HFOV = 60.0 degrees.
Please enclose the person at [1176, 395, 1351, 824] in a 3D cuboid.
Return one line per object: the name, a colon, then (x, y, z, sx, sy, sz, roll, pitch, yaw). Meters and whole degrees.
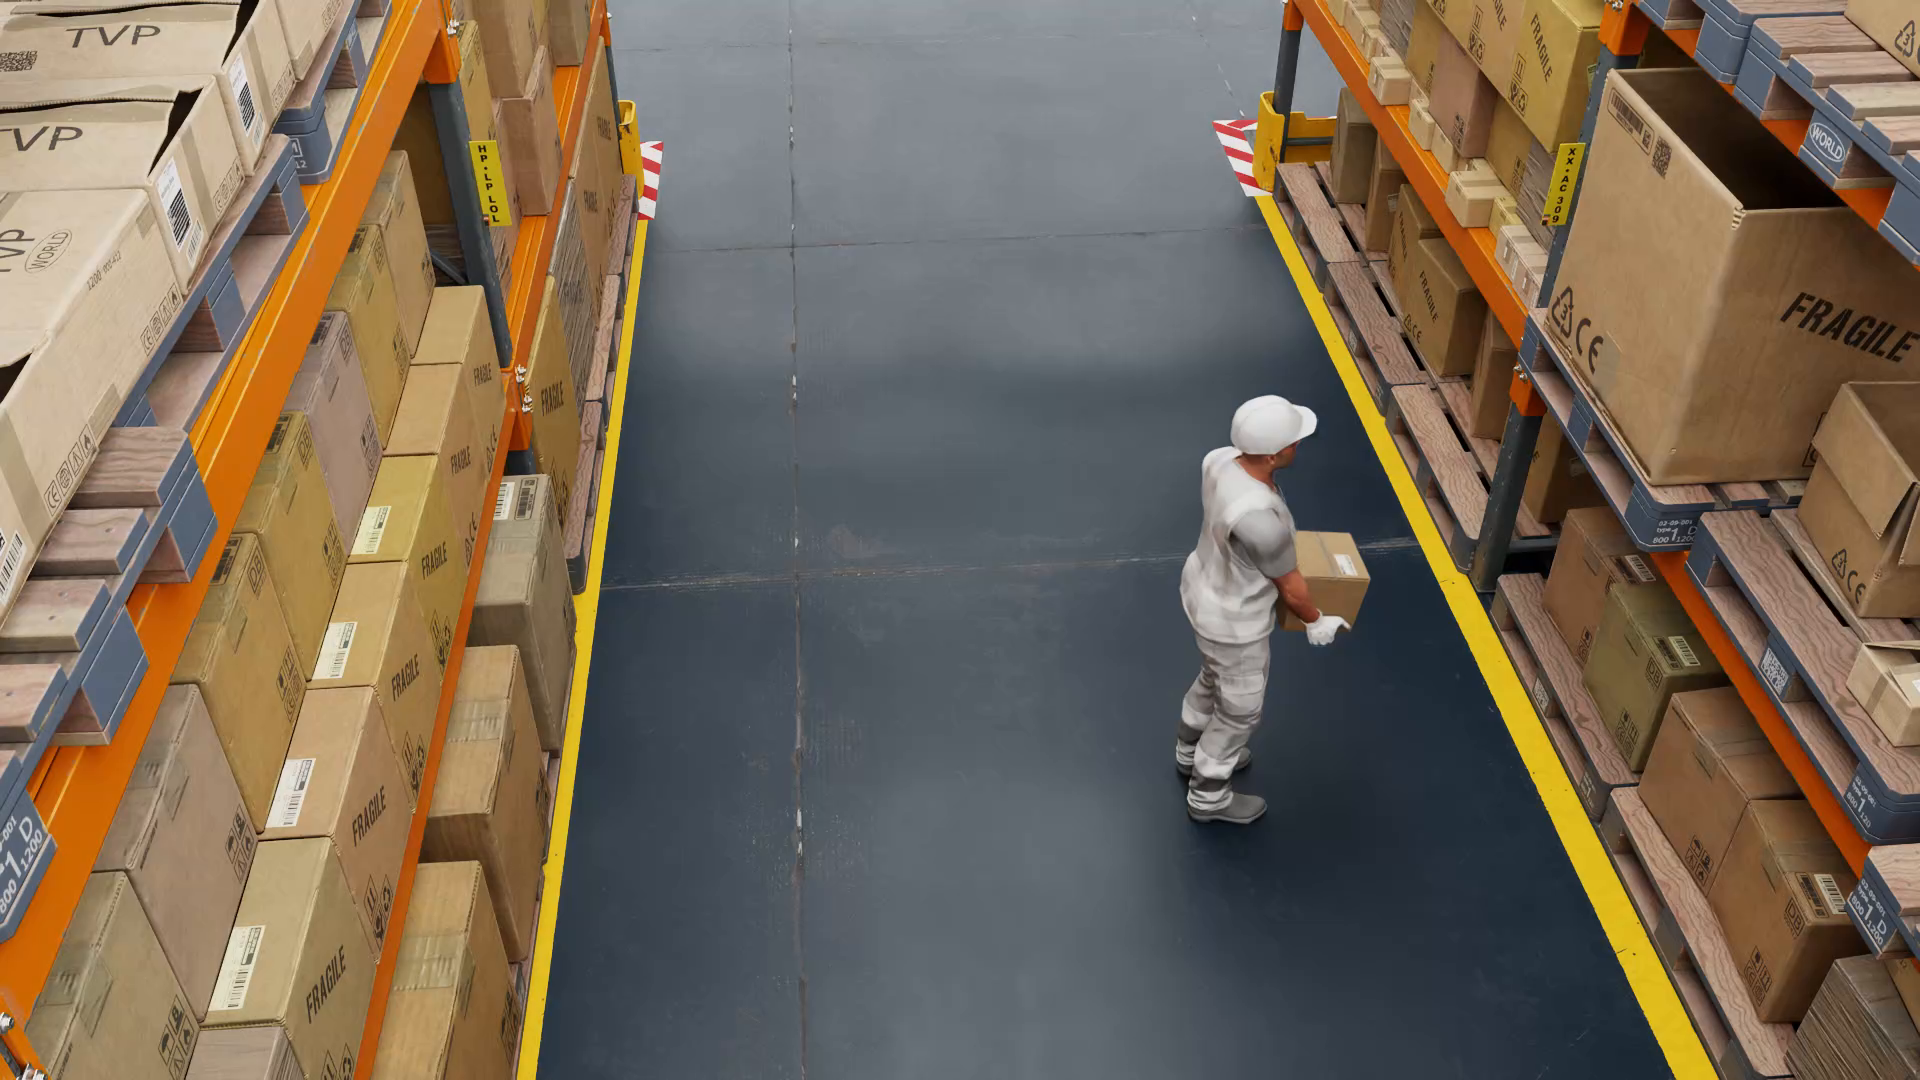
person: (1.053, 0.243, 5.834, 0.560, 1.784, 0.495, -4, 39, -5)
